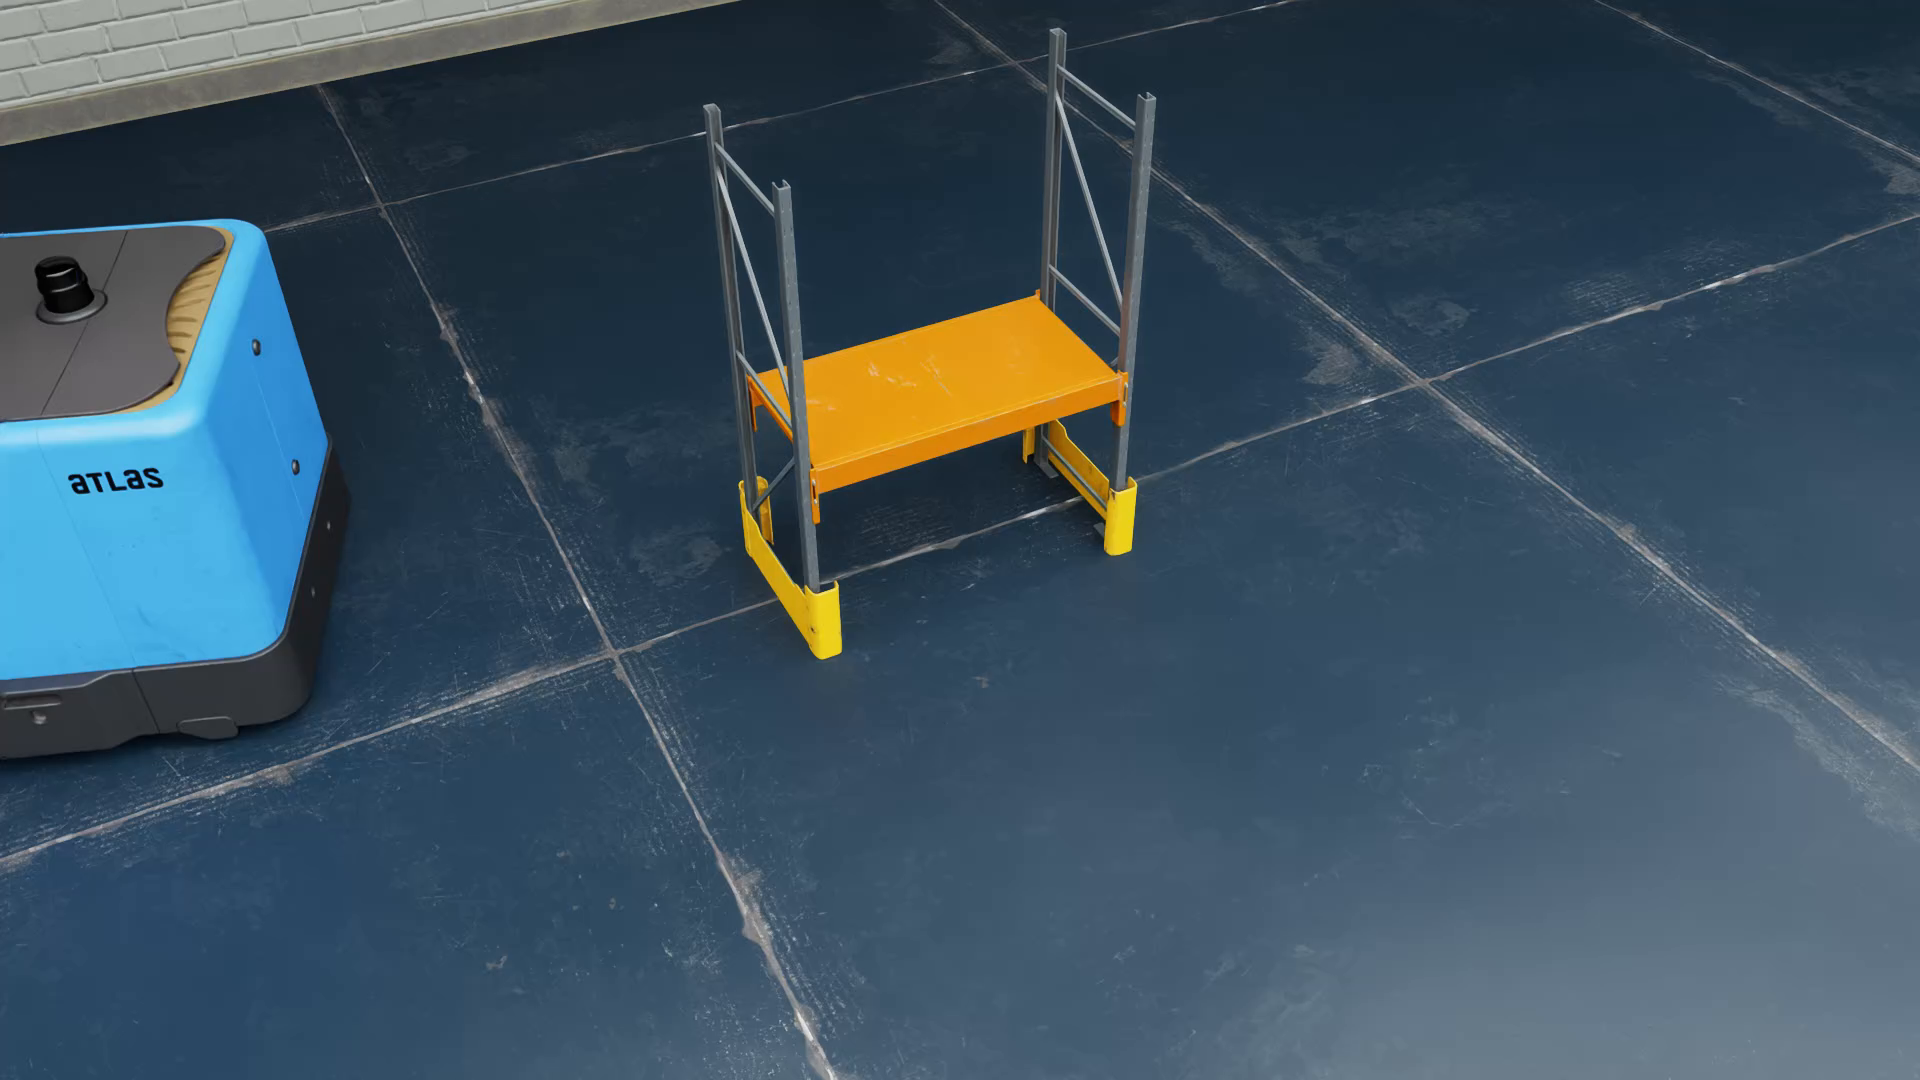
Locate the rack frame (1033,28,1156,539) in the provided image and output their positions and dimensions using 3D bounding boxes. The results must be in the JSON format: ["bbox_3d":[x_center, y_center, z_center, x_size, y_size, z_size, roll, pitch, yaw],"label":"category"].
[{"bbox_3d":[0.375,-0.699,4.915,0.032,1.500,0.500,-19,44,-21],"label":"rack frame"}]

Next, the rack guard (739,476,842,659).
[{"bbox_3d":[-0.509,0.076,4.967,0.087,0.250,0.587,-19,44,-21],"label":"rack guard"}]

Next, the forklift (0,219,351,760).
[{"bbox_3d":[-3.370,-0.768,3.888,3.031,2.935,1.130,-5,41,-6],"label":"forklift"}]

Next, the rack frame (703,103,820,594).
[{"bbox_3d":[-0.527,-0.395,4.556,0.032,1.500,0.500,-19,44,-21],"label":"rack frame"}]

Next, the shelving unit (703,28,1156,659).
[{"bbox_3d":[-0.068,-0.550,4.739,1.083,1.500,0.587,-19,44,-21],"label":"shelving unit"}]

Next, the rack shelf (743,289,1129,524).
[{"bbox_3d":[-0.076,-0.410,4.852,1.000,0.185,0.538,-19,44,-21],"label":"rack shelf"}]

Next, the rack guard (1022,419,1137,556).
[{"bbox_3d":[0.374,-0.221,5.318,0.087,0.250,0.587,-19,44,-21],"label":"rack guard"}]
